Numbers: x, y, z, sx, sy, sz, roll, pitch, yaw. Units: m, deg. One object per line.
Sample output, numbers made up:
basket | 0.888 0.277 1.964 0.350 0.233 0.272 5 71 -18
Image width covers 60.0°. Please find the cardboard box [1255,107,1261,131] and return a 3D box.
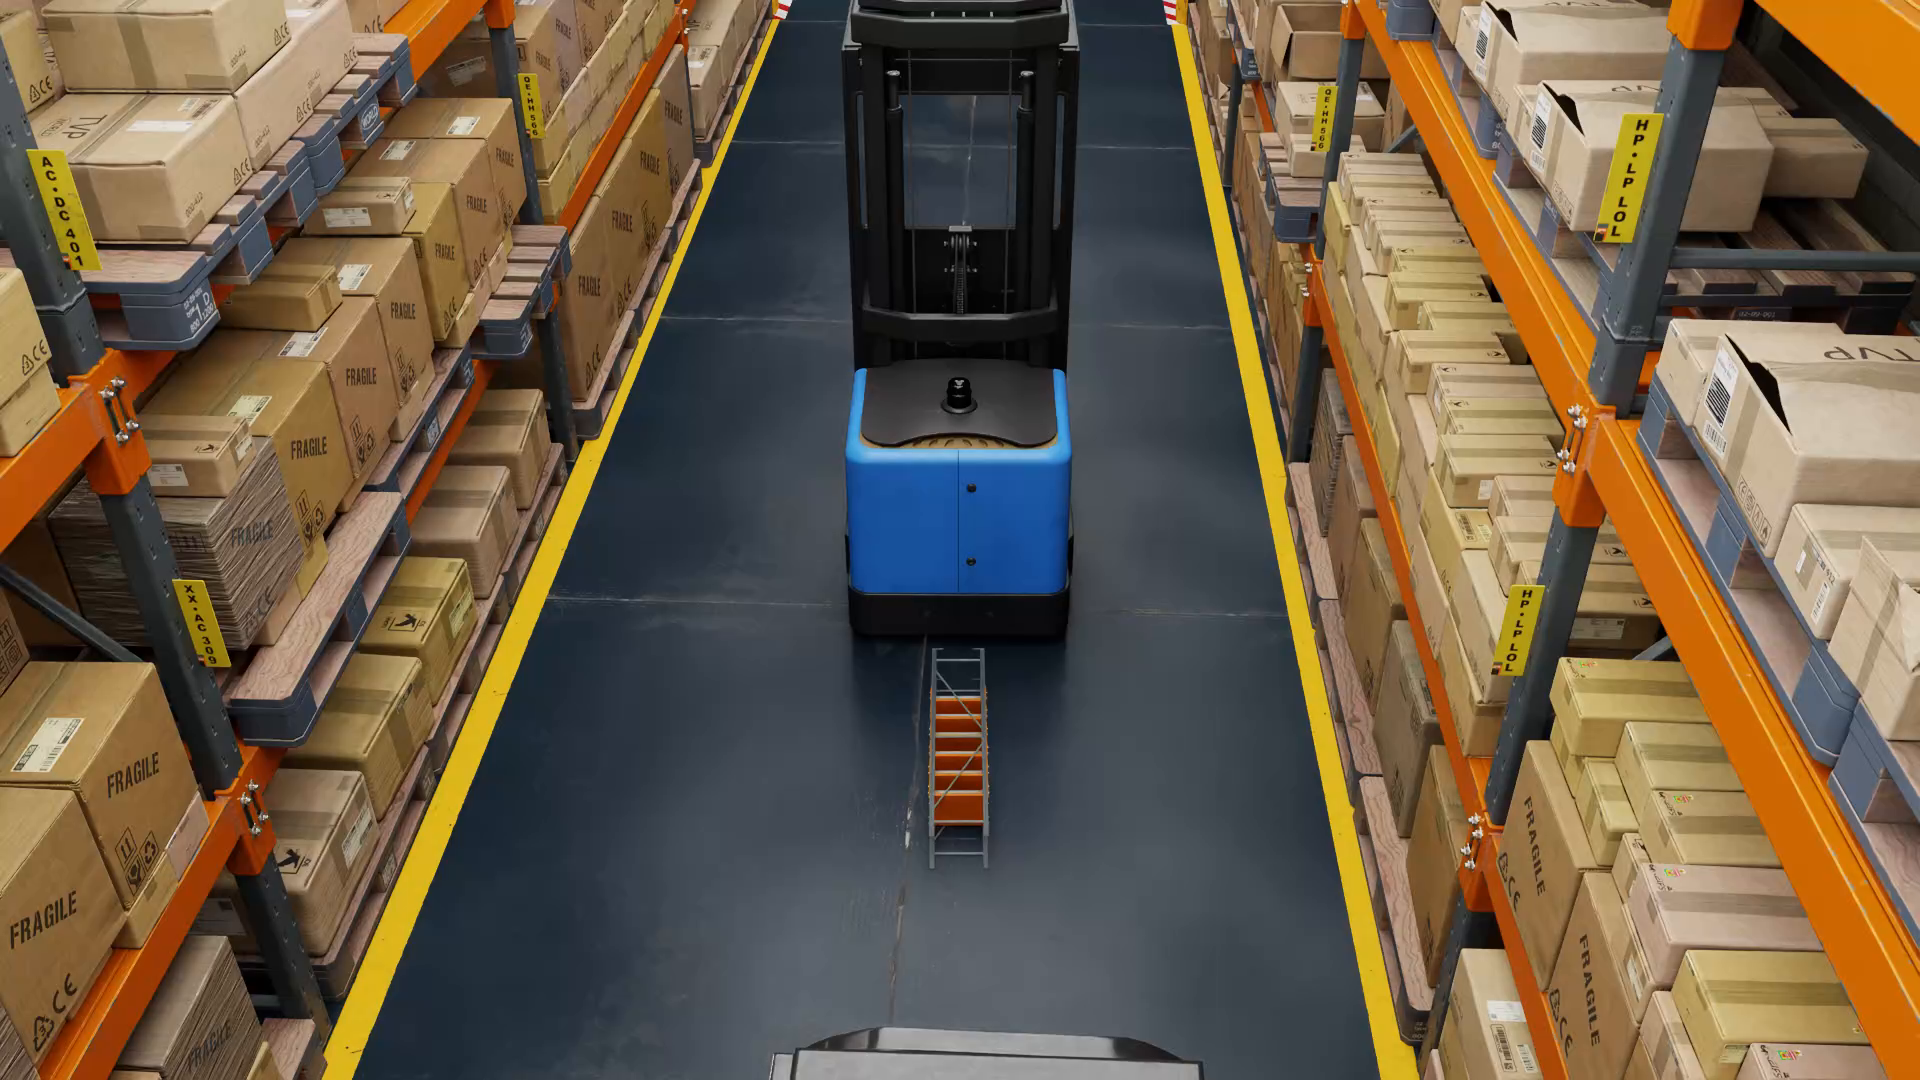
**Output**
cardboard box | 2.254 -2.940 11.514 0.380 0.149 0.250 0 35 1

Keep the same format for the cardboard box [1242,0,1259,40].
cardboard box | 2.204 -3.528 10.655 0.700 0.500 0.500 2 35 2

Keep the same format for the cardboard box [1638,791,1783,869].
cardboard box | 1.916 0.758 4.099 0.380 0.149 0.250 1 35 1

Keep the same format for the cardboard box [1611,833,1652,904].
cardboard box | 1.879 0.880 4.183 0.380 0.149 0.250 1 35 2

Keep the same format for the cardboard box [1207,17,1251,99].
cardboard box | 2.394 -3.897 13.441 0.700 0.500 0.500 0 35 0

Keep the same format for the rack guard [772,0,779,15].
rack guard | -2.330 -5.288 15.785 1.175 0.500 0.348 1 35 2

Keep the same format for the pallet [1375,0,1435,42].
pallet | 2.369 -2.346 6.980 1.213 0.211 1.003 3 35 4

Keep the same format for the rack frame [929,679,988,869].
rack frame | -0.006 0.995 7.271 0.240 0.006 1.200 0 35 0

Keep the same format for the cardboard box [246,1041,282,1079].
cardboard box | -2.569 1.897 5.414 0.500 0.250 0.500 3 35 4

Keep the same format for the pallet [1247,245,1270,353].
pallet | 2.427 -1.574 10.752 1.003 0.211 1.213 1 35 2

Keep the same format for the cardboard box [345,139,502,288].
cardboard box | -2.403 -1.470 7.468 0.500 0.500 0.500 1 35 1

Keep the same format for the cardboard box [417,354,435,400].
cardboard box | -2.414 -0.684 6.913 0.380 0.149 0.250 0 35 0

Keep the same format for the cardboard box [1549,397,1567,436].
cardboard box | 2.485 -0.302 6.212 0.500 0.250 0.500 1 35 1

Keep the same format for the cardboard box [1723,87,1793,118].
cardboard box | 2.267 -1.257 5.033 0.380 0.149 0.250 1 35 2

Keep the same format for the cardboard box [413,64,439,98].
cardboard box | -2.893 -2.453 8.621 0.500 0.500 0.500 0 35 1

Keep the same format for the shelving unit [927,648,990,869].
shelving unit | -0.006 0.920 7.218 0.258 0.189 1.200 0 35 0

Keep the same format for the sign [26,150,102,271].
sign | -2.271 -0.833 4.214 0.100 0.325 0.005 1 35 2

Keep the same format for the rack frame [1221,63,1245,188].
rack frame | 2.468 -3.886 11.616 1.000 3.000 0.127 1 35 2

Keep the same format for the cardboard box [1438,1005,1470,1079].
cardboard box | 1.819 1.730 5.217 0.500 0.250 0.500 1 35 2

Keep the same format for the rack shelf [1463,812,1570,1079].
rack shelf | 2.066 2.154 3.648 1.077 0.370 4.000 1 35 2

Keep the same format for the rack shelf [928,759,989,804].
rack shelf | -0.006 1.032 7.058 0.258 0.180 0.103 0 35 0

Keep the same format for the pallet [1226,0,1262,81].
pallet | 2.327 -3.351 11.022 1.003 0.211 1.213 1 35 2

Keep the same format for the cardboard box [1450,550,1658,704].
cardboard box | 1.911 0.279 5.386 0.500 0.250 0.500 1 35 1

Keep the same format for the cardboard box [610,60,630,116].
cardboard box | -2.336 -2.795 10.194 0.500 0.250 0.500 1 35 2

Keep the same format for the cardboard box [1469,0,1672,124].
cardboard box | 1.963 -1.556 5.317 0.500 0.311 0.500 0 35 0

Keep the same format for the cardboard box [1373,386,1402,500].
cardboard box | 1.984 -0.394 6.778 0.500 0.250 0.500 2 35 3

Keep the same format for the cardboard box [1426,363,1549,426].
cardboard box | 1.960 -0.532 6.193 0.380 0.149 0.250 2 35 2

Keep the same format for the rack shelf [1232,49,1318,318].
rack shelf | 2.387 -2.443 10.188 1.077 0.370 4.000 1 35 2

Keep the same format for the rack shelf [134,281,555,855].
rack shelf | -2.733 -0.257 7.078 1.077 0.370 4.000 1 35 2

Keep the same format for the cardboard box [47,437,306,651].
cardboard box | -2.508 0.001 5.375 0.500 0.500 0.500 2 35 3

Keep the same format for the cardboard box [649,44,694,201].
cardboard box | -2.437 -2.943 11.757 0.875 0.875 0.875 2 35 3

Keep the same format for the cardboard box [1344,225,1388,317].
cardboard box | 2.024 -1.194 7.482 0.500 0.250 0.500 2 35 3

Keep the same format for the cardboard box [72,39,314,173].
cardboard box | -2.370 -1.358 5.175 0.500 0.250 0.500 1 35 1

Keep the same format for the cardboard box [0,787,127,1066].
cardboard box | -2.597 0.992 4.330 0.500 0.500 0.500 2 35 3

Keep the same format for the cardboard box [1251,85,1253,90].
cardboard box | 2.248 -3.221 11.656 0.380 0.149 0.250 1 35 1

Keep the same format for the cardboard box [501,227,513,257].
cardboard box | -2.369 -1.420 7.961 0.380 0.149 0.250 2 35 3

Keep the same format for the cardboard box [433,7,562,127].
cardboard box | -2.389 -2.428 8.585 0.500 0.500 0.500 0 35 0

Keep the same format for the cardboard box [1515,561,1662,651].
cardboard box | 1.938 0.203 5.148 0.380 0.149 0.250 2 35 4

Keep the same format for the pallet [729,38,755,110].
pallet | -2.337 -3.995 14.197 1.003 0.211 1.213 1 35 2

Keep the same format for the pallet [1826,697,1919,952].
pallet | 2.086 0.709 2.546 1.003 0.211 1.213 1 35 2

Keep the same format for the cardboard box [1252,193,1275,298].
cardboard box | 2.160 -1.872 10.559 0.500 0.500 0.500 0 35 0

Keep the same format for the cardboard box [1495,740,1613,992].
cardboard box | 1.868 0.918 4.693 0.500 0.500 0.500 0 35 1

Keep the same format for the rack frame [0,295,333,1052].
rack frame | -2.813 0.598 5.236 1.000 3.000 0.127 1 35 2

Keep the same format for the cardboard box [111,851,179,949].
cardboard box | -2.525 1.036 4.832 0.380 0.149 0.250 2 35 3

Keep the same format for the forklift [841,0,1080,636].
forklift | 0.005 -1.557 8.362 1.130 2.935 3.031 0 35 0

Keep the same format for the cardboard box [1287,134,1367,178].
cardboard box | 1.950 -2.043 8.847 0.380 0.149 0.250 2 35 3

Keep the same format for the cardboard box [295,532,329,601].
cardboard box | -2.457 0.075 5.833 0.380 0.149 0.250 2 35 3

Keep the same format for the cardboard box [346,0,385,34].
cardboard box | -2.686 -2.093 6.366 0.797 0.503 0.637 1 35 2

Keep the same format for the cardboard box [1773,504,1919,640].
cardboard box | 1.794 0.065 3.151 0.380 0.149 0.250 2 35 3

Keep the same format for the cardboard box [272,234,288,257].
cardboard box | -2.958 -0.890 6.642 0.500 0.500 0.500 0 35 0

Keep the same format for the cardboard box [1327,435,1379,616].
cardboard box | 2.250 -0.054 7.864 0.875 0.625 0.625 2 35 3

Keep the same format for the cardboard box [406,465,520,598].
cardboard box | -2.707 -0.049 8.076 0.950 0.372 0.625 1 35 1

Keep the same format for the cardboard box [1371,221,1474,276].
cardboard box | 2.008 -1.266 7.237 0.380 0.149 0.250 2 35 2

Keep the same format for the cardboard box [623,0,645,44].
cardboard box | -2.294 -3.298 10.475 0.500 0.250 0.500 2 35 3

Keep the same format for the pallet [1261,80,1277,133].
pallet | 2.381 -2.627 9.991 1.003 0.211 1.213 1 35 2
